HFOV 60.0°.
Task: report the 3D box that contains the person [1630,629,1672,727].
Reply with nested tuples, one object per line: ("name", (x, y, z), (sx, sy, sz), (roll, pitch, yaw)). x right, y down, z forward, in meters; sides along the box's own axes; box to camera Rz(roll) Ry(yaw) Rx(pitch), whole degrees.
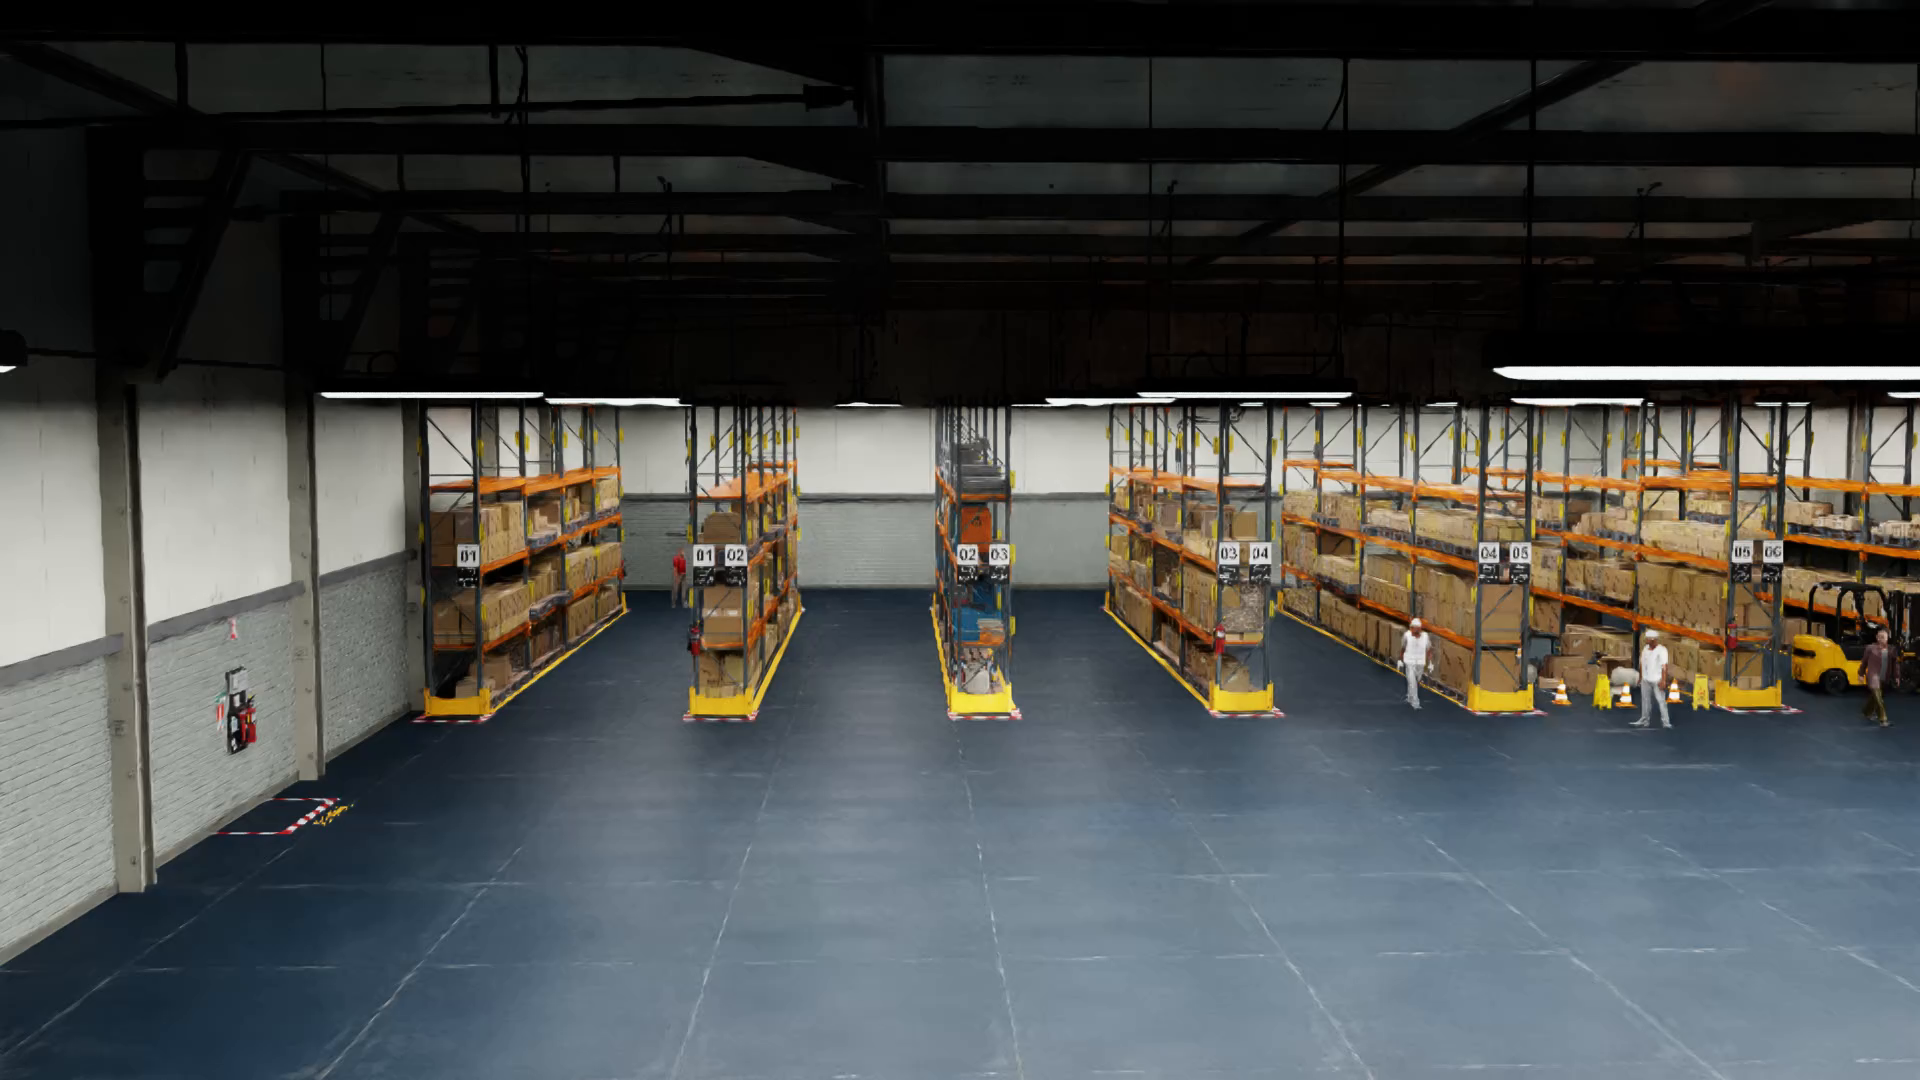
("person", (12.481, 2.491, 29.943), (0.549, 1.770, 0.684), (-2, 5, -21))

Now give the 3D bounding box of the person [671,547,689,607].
("person", (-8.096, 1.075, 48.046), (0.493, 1.730, 0.658), (2, 5, 24))

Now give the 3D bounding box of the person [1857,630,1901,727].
("person", (16.686, 2.486, 30.135), (0.603, 1.724, 1.111), (0, 5, -3))

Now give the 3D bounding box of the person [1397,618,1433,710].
("person", (8.748, 2.350, 31.872), (0.577, 1.733, 1.042), (0, 5, -3))

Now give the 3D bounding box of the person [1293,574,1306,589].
("person", (10.036, 1.055, 48.885), (0.543, 1.664, 0.566), (-3, 5, -31))
